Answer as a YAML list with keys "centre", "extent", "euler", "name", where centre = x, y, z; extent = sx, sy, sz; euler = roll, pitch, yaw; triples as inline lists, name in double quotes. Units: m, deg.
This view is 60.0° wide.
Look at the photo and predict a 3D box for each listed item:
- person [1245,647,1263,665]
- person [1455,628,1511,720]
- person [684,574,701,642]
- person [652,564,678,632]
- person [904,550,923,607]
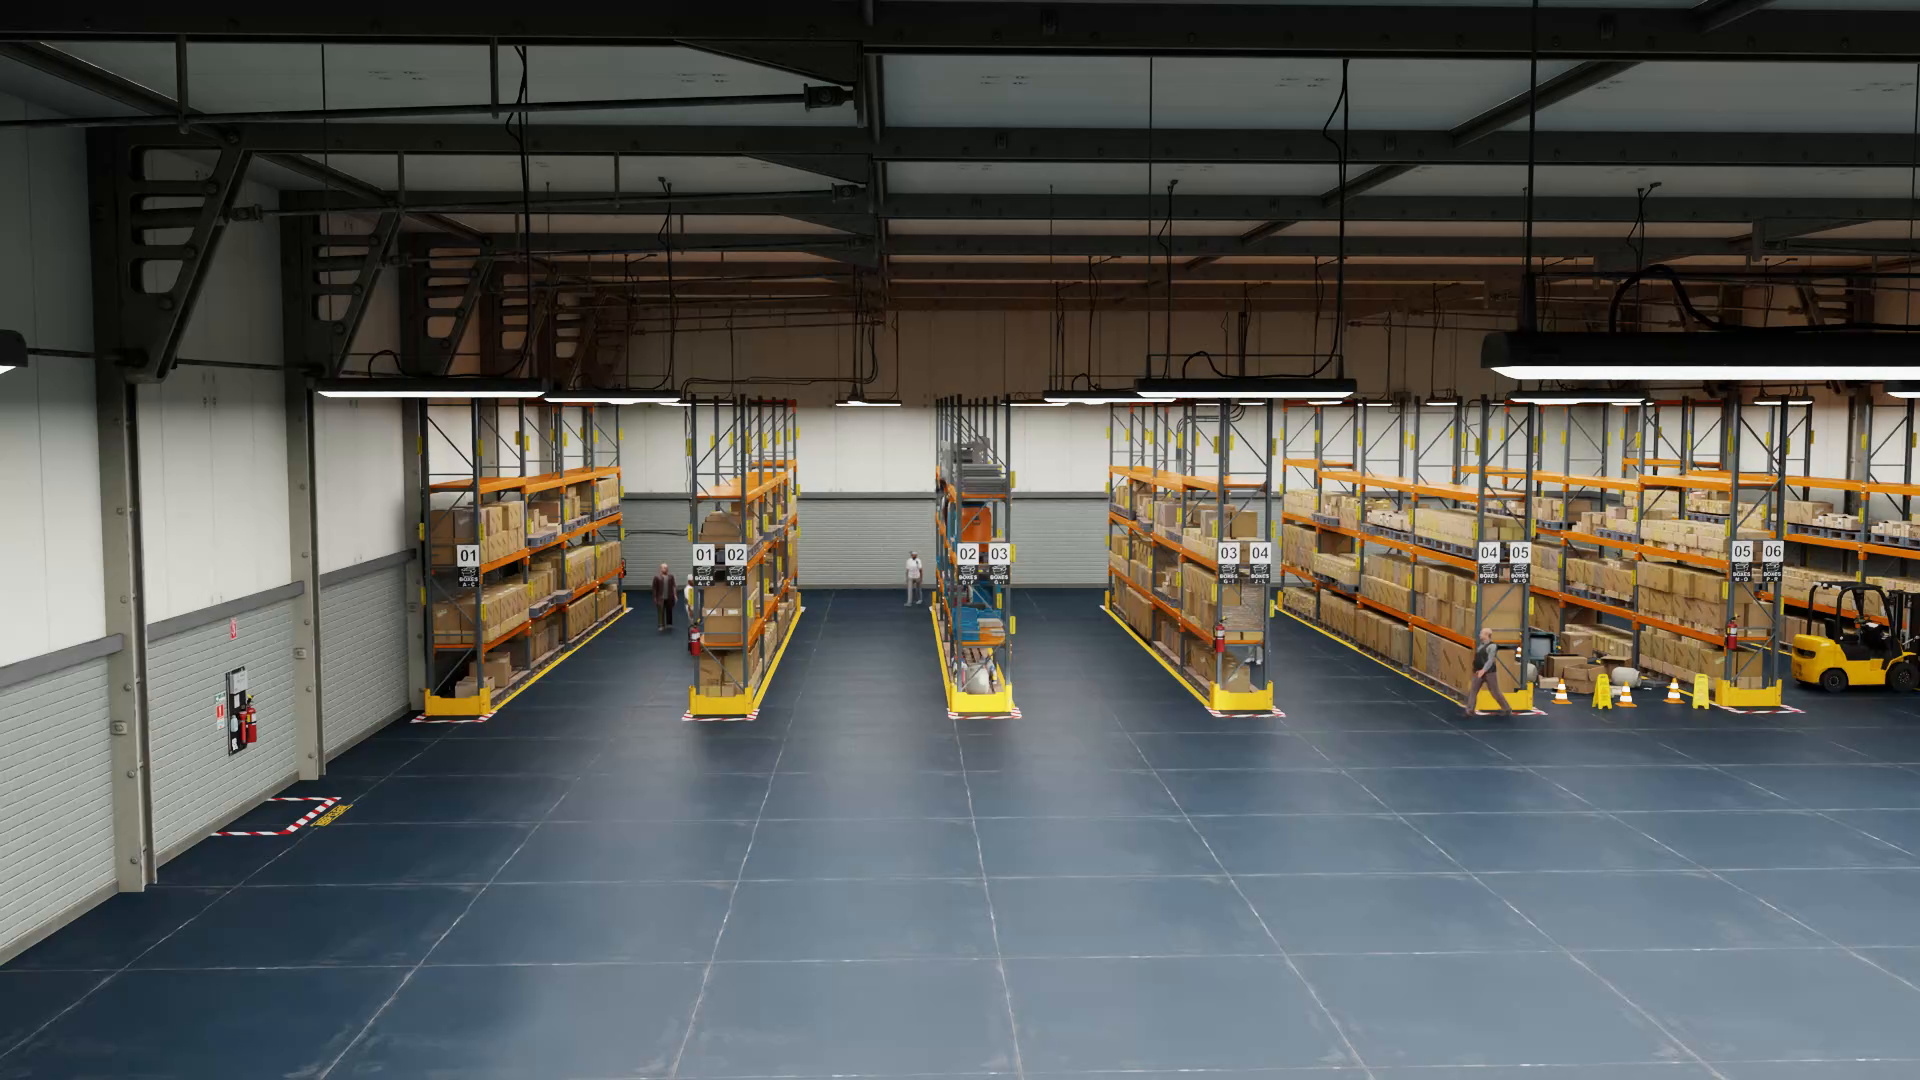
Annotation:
- centre: [6.645, 1.946, 37.495]
  extent: [0.365, 1.703, 0.451]
  euler: [-3, 6, -37]
  name: "person"
- centre: [9.673, 2.476, 30.729]
  extent: [1.032, 1.675, 0.559]
  euler: [-2, 5, -22]
  name: "person"
- centre: [-6.367, 1.694, 39.888]
  extent: [0.483, 1.764, 0.654]
  euler: [-1, 5, -7]
  name: "person"
- centre: [-7.587, 1.476, 42.724]
  extent: [0.669, 1.722, 1.118]
  euler: [0, 5, -4]
  name: "person"
- centre: [-1.339, 1.094, 48.279]
  extent: [0.543, 1.632, 1.008]
  euler: [1, 5, 8]
  name: "person"
